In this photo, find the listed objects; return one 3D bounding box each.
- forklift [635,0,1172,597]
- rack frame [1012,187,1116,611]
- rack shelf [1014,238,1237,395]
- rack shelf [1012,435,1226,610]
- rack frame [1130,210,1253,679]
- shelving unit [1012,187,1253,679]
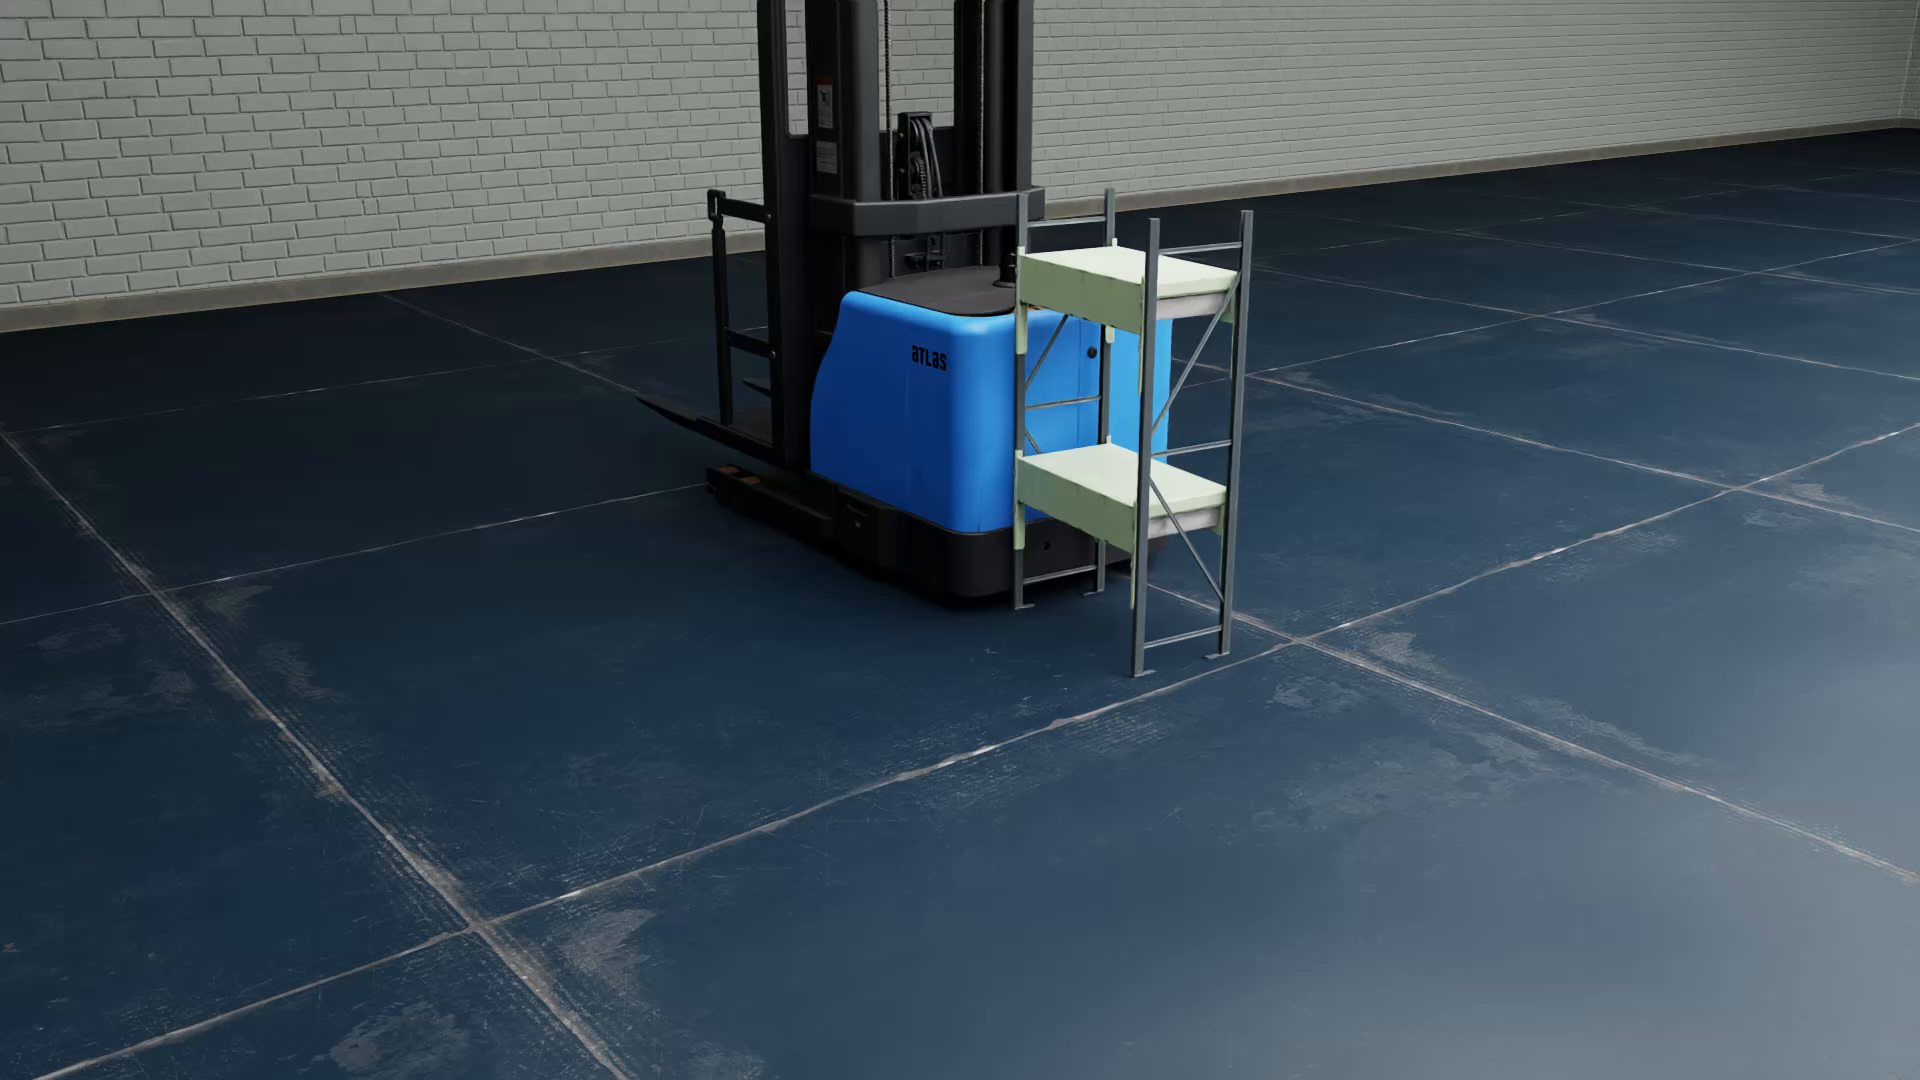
[{"bbox_3d":[-0.461,-1.583,6.981,1.130,2.935,3.031,-13,22,-34],"label":"forklift"},{"bbox_3d":[0.367,-0.487,5.946,0.400,1.500,0.023,-11,21,-29],"label":"rack frame"},{"bbox_3d":[0.554,-0.758,5.525,0.431,0.370,0.720,-11,21,-29],"label":"rack shelf"},{"bbox_3d":[0.554,-0.078,5.750,0.431,0.370,0.720,-11,21,-29],"label":"rack shelf"},{"bbox_3d":[0.741,-0.289,5.349,0.400,1.500,0.023,-11,21,-29],"label":"rack frame"},{"bbox_3d":[0.554,-0.388,5.647,0.431,1.500,0.755,-11,21,-29],"label":"shelving unit"}]
